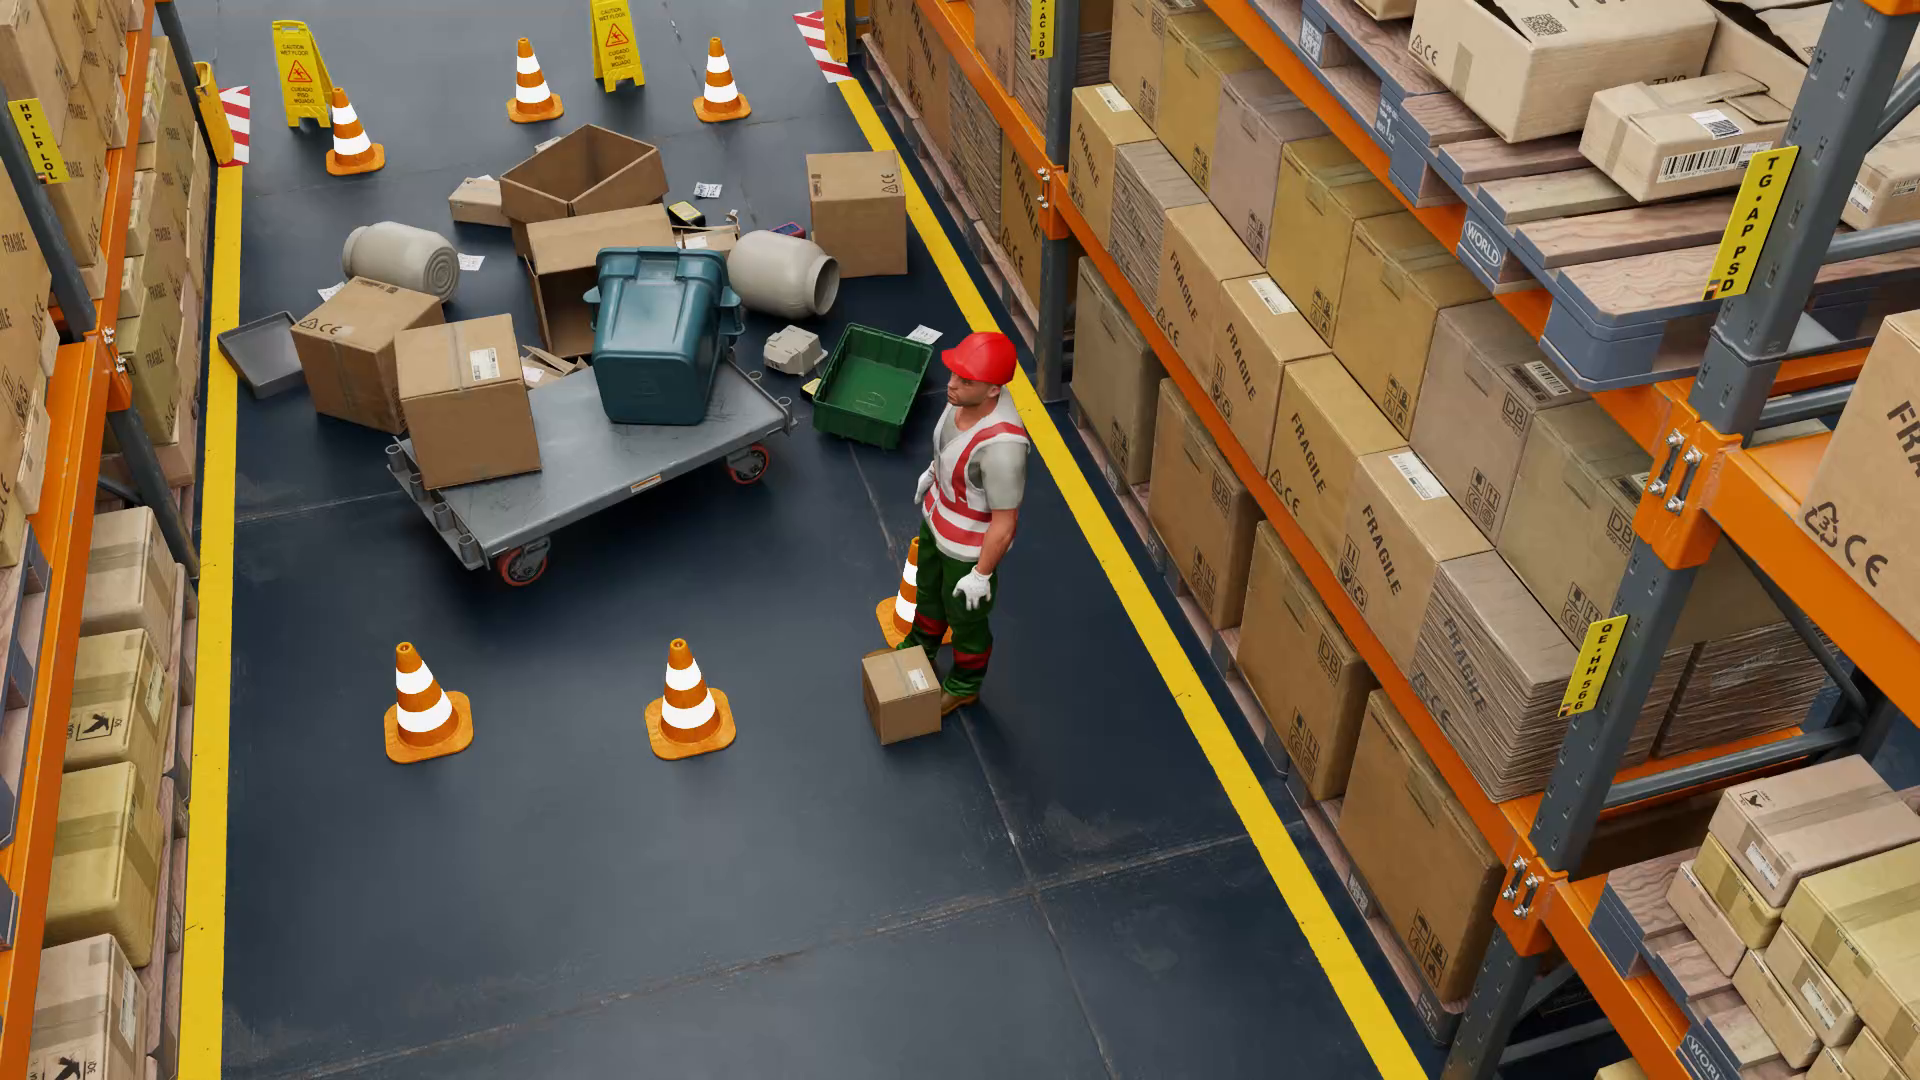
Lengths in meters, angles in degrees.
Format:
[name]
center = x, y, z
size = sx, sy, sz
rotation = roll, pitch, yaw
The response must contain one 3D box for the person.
[person]
center = -0.060, -0.024, 6.154
size = 0.561, 1.790, 0.638
rotation = -12, 43, -13
